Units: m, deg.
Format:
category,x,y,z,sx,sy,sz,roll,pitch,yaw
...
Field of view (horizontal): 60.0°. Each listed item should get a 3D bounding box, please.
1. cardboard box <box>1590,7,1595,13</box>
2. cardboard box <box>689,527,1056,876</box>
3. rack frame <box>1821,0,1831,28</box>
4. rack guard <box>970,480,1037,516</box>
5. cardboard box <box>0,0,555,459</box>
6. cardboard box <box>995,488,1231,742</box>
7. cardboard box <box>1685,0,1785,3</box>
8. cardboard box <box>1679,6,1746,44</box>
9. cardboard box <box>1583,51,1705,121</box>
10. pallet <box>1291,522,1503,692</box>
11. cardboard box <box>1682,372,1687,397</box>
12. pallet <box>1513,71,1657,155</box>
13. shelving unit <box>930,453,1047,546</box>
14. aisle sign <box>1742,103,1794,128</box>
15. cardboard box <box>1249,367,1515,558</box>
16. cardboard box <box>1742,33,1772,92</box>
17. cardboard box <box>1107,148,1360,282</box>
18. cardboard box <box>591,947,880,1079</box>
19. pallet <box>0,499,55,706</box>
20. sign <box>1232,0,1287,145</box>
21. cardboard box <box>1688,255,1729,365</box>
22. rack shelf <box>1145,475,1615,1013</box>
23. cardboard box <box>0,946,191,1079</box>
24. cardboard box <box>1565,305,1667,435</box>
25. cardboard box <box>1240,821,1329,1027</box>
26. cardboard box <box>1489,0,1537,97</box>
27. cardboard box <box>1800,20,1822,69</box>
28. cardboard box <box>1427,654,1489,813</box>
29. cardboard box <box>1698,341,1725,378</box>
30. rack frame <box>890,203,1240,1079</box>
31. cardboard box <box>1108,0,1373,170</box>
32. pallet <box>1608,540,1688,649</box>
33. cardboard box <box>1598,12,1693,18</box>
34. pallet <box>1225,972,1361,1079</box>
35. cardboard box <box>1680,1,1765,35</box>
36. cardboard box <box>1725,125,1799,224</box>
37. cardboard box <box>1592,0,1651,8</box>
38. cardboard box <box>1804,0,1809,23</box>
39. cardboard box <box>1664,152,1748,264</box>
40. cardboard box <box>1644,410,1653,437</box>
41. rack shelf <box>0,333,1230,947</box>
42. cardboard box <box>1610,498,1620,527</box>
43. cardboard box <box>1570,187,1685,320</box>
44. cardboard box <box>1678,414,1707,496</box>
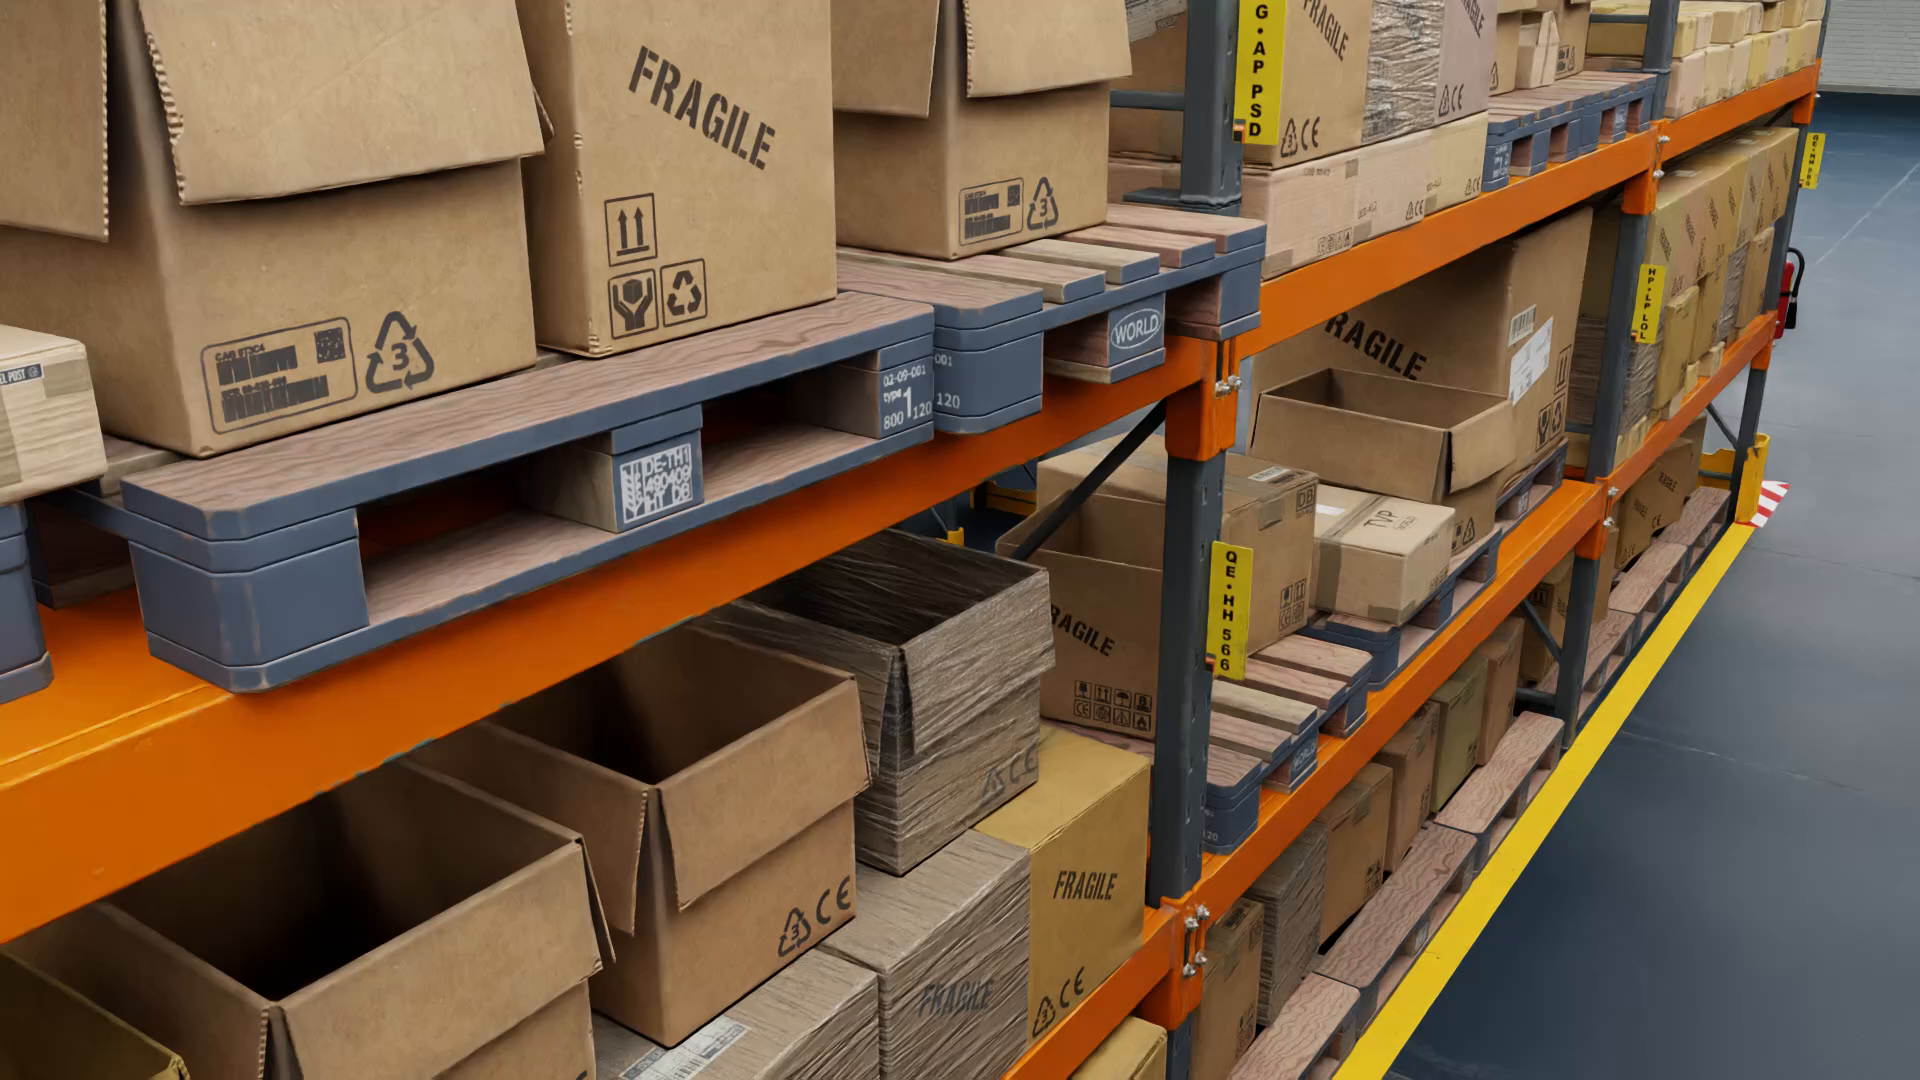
category,x,y,z,sx,sy,sz,roll,pitch,yaw
cardboard box,2.779,-2.452,7.888,0.380,0.149,0.250,12,24,30
cardboard box,-0.267,0.290,3.567,0.797,0.503,0.637,14,25,34
rack frame,4.655,-4.508,9.482,1.000,3.000,0.127,13,24,32
rack guard,0.323,-0.282,10.667,0.587,0.250,0.087,13,24,32
cardboard box,-0.973,-0.461,2.110,0.797,0.503,0.637,13,24,31
cardboard box,0.428,0.194,4.667,0.500,0.500,0.500,10,23,25
cardboard box,3.993,-3.028,8.511,0.500,0.500,0.500,13,24,32
cardboard box,3.431,-2.405,7.762,0.380,0.149,0.250,13,24,31
cardboard box,2.871,-1.963,7.140,0.500,0.250,0.500,12,24,30
pallet,1.237,0.115,5.908,1.003,0.211,1.213,13,24,32
cardboard box,3.458,-0.796,8.454,0.380,0.149,0.250,13,24,32
pallet,1.971,-1.709,6.510,1.213,0.211,1.003,13,24,32
shelving unit,0.043,-0.725,10.064,0.587,1.500,1.083,13,24,32
aisle sign,4.938,-2.873,9.962,0.394,0.787,0.004,13,24,32
cardboard box,1.508,-0.277,5.936,0.797,0.503,0.637,16,26,37
cardboard box,3.742,-2.409,8.346,0.500,0.250,0.500,13,24,31
cardboard box,0.632,-0.821,4.053,0.500,0.250,0.500,14,24,33
cardboard box,-0.489,1.035,2.999,0.500,0.500,0.500,12,24,30
pallet,-1.616,0.159,1.465,0.805,0.209,1.217,12,24,30
sign,0.612,-0.975,3.395,0.100,0.325,0.005,13,24,32
cardboard box,3.533,-1.286,8.844,0.875,0.500,0.500,13,24,32
rack shelf,1.282,0.364,5.994,1.077,0.370,4.000,13,24,32
cardboard box,-1.343,0.851,2.049,0.797,0.503,0.637,14,24,32
cardboard box,2.710,-0.850,7.668,0.875,0.500,0.500,13,24,32
cardboard box,0.819,1.209,5.642,0.700,0.500,0.500,11,23,27
cardboard box,1.531,-1.813,5.765,0.797,0.503,0.637,14,25,34
cardboard box,4.594,-2.843,9.521,0.500,0.250,0.500,14,24,33
cardboard box,1.759,0.724,6.953,0.700,0.500,0.500,13,24,31
cardboard box,3.909,-1.004,9.018,0.380,0.149,0.250,13,24,32
rack frame,0.158,0.601,4.317,1.000,3.000,0.127,13,24,32
cardboard box,0.635,-1.172,3.922,0.500,0.500,0.500,14,24,32
pallet,3.440,0.210,9.394,1.003,0.211,1.213,13,24,32
cardboard box,2.937,-2.193,7.189,0.380,0.149,0.250,12,23,29
pallet,0.598,1.685,5.407,1.003,0.211,1.213,13,24,32
cardboard box,3.827,-2.636,8.386,0.380,0.149,0.250,12,23,29
cardboard box,4.550,-2.144,9.724,0.500,0.500,0.500,13,24,32
cardboard box,3.311,-2.659,8.449,0.380,0.149,0.250,12,24,30
cardboard box,4.450,-2.926,9.169,0.380,0.149,0.250,12,23,30
cardboard box,3.703,-1.715,8.563,0.500,0.500,0.500,13,24,32
cardboard box,3.045,-0.579,7.867,0.380,0.149,0.250,13,24,32
rack shelf,-0.967,0.105,2.370,1.077,0.370,4.000,13,24,32
cardboard box,3.264,-0.038,9.041,0.500,0.500,0.500,11,23,27
cardboard box,2.869,-1.282,7.393,0.500,0.500,0.500,13,24,32
cardboard box,4.290,-0.543,10.408,0.500,0.500,0.500,19,28,42
